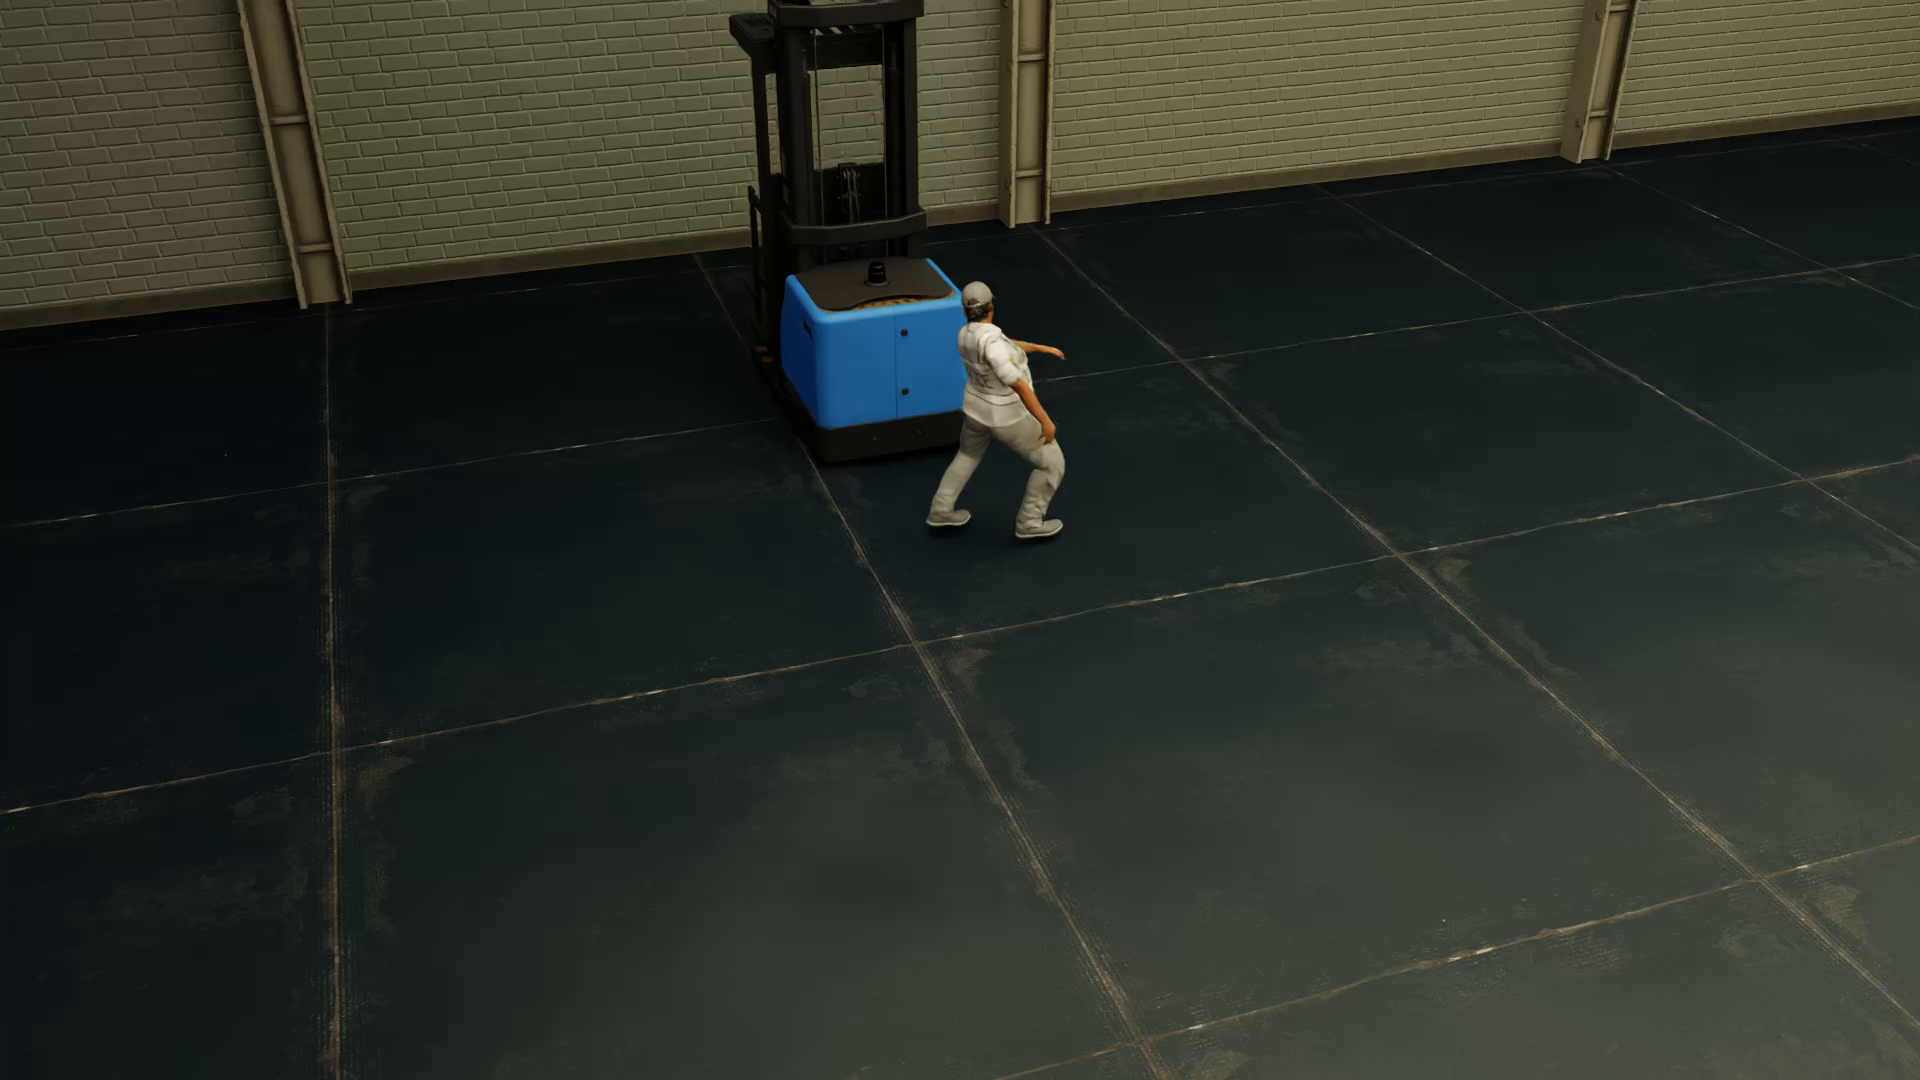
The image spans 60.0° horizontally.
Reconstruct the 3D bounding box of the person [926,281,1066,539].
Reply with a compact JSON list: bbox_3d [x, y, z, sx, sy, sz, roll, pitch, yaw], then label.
[{"bbox_3d":[0.304,-0.754,9.697,0.825,1.544,0.731,-24,38,-36],"label":"person"}]

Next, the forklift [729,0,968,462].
[{"bbox_3d":[-0.894,-2.494,11.422,1.130,2.935,3.031,-10,31,-16],"label":"forklift"}]
